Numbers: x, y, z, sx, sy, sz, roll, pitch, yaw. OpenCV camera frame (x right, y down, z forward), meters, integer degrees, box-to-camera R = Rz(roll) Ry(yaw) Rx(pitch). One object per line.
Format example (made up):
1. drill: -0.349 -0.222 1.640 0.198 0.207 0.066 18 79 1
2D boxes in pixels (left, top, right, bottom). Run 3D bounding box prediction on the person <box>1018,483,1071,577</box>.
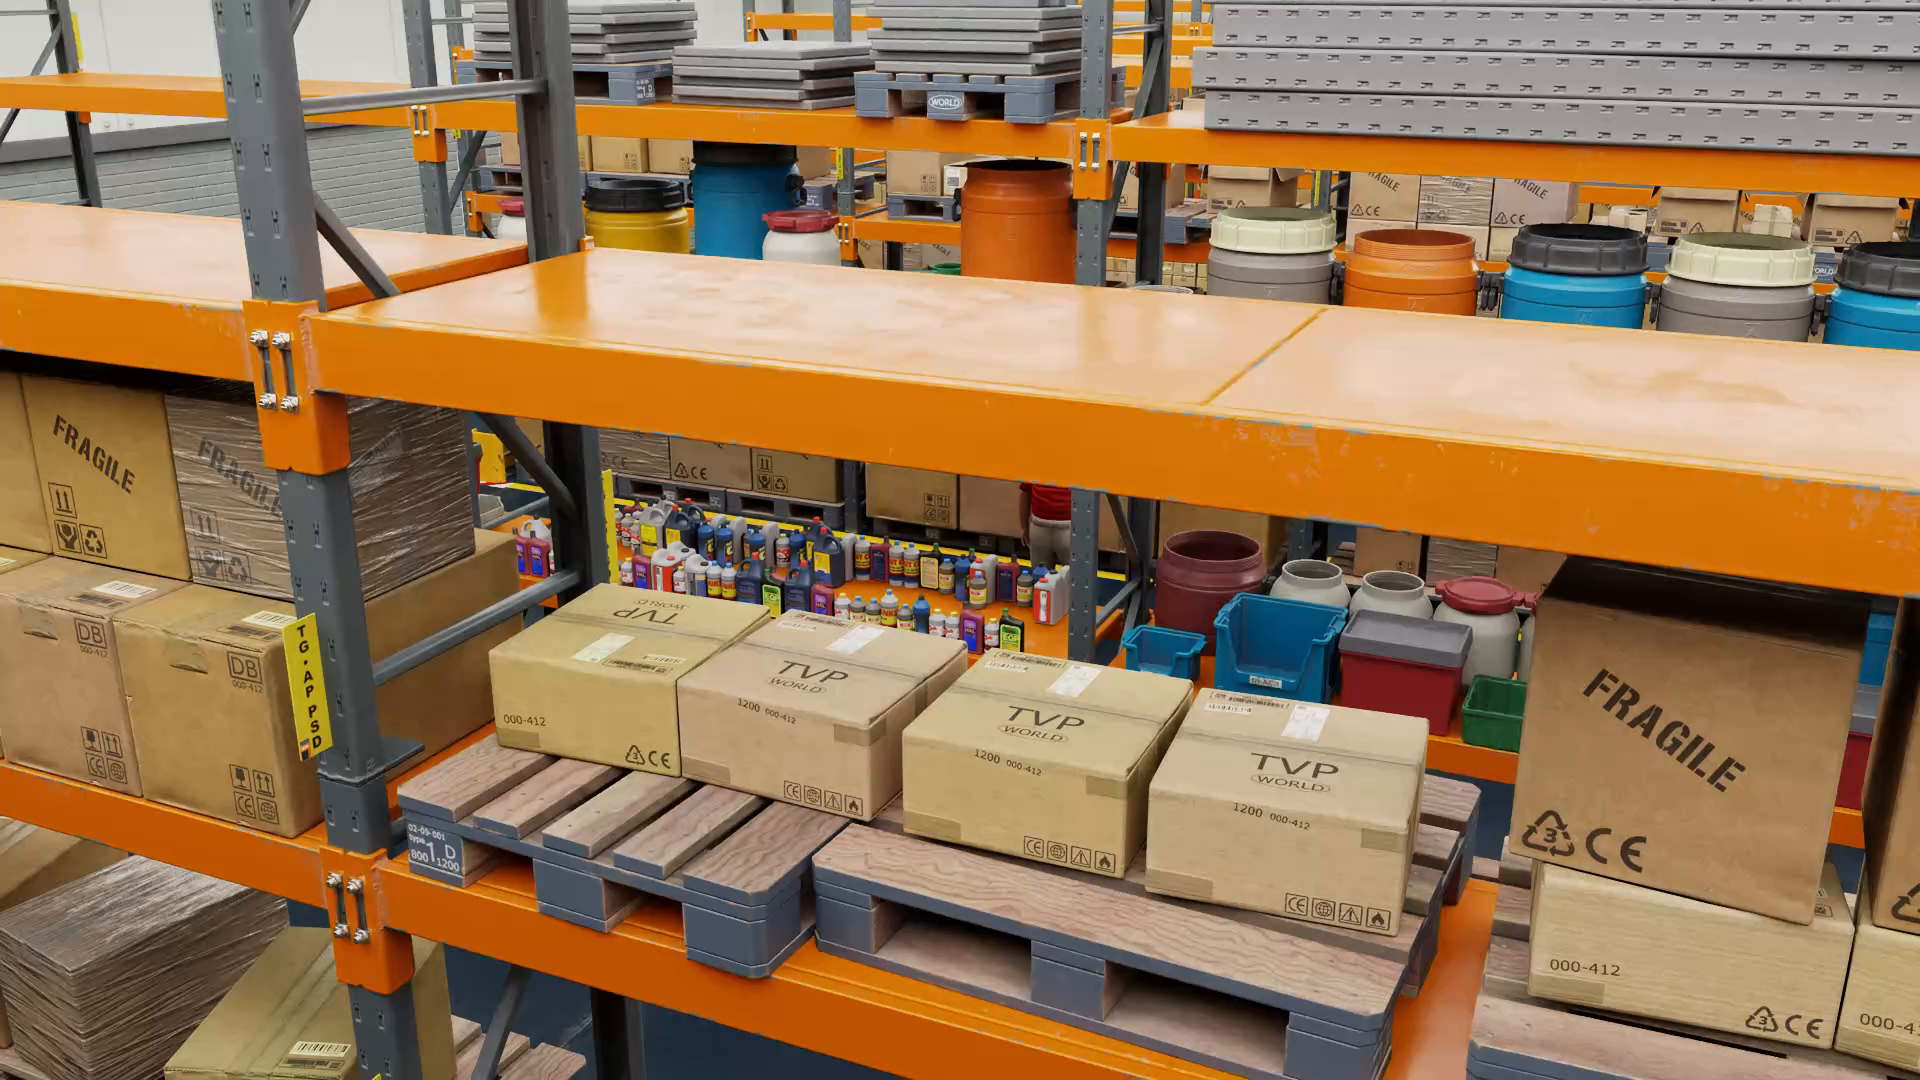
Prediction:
1. person: 0.727 -0.051 12.234 0.600 1.726 0.397 7 20 20
